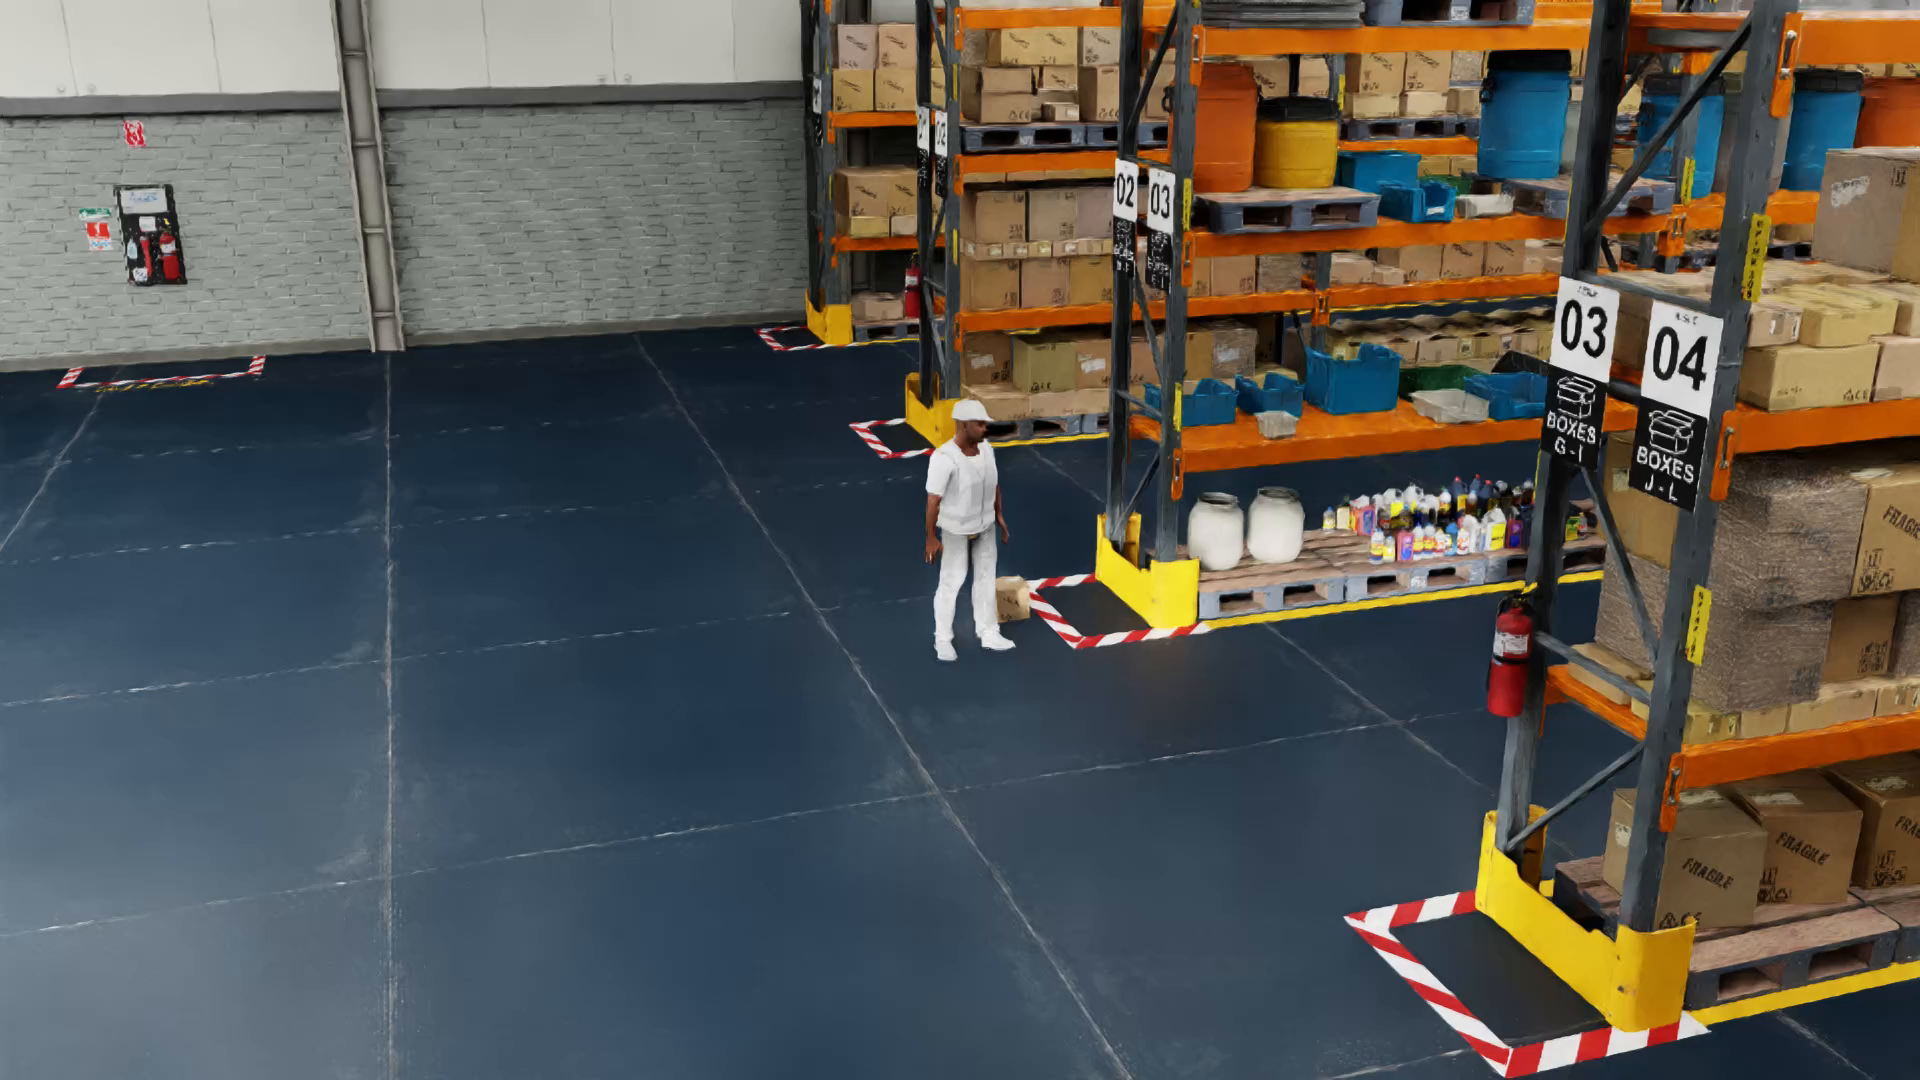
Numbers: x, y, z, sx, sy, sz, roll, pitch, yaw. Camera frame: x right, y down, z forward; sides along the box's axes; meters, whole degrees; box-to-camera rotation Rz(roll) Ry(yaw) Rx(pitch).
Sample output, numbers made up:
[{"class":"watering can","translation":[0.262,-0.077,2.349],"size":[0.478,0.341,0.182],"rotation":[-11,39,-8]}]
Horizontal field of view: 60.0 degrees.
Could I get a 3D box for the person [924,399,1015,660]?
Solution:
[{"class":"person","translation":[0.079,-0.064,11.141],"size":[0.521,1.768,0.649],"rotation":[18,26,42]}]
